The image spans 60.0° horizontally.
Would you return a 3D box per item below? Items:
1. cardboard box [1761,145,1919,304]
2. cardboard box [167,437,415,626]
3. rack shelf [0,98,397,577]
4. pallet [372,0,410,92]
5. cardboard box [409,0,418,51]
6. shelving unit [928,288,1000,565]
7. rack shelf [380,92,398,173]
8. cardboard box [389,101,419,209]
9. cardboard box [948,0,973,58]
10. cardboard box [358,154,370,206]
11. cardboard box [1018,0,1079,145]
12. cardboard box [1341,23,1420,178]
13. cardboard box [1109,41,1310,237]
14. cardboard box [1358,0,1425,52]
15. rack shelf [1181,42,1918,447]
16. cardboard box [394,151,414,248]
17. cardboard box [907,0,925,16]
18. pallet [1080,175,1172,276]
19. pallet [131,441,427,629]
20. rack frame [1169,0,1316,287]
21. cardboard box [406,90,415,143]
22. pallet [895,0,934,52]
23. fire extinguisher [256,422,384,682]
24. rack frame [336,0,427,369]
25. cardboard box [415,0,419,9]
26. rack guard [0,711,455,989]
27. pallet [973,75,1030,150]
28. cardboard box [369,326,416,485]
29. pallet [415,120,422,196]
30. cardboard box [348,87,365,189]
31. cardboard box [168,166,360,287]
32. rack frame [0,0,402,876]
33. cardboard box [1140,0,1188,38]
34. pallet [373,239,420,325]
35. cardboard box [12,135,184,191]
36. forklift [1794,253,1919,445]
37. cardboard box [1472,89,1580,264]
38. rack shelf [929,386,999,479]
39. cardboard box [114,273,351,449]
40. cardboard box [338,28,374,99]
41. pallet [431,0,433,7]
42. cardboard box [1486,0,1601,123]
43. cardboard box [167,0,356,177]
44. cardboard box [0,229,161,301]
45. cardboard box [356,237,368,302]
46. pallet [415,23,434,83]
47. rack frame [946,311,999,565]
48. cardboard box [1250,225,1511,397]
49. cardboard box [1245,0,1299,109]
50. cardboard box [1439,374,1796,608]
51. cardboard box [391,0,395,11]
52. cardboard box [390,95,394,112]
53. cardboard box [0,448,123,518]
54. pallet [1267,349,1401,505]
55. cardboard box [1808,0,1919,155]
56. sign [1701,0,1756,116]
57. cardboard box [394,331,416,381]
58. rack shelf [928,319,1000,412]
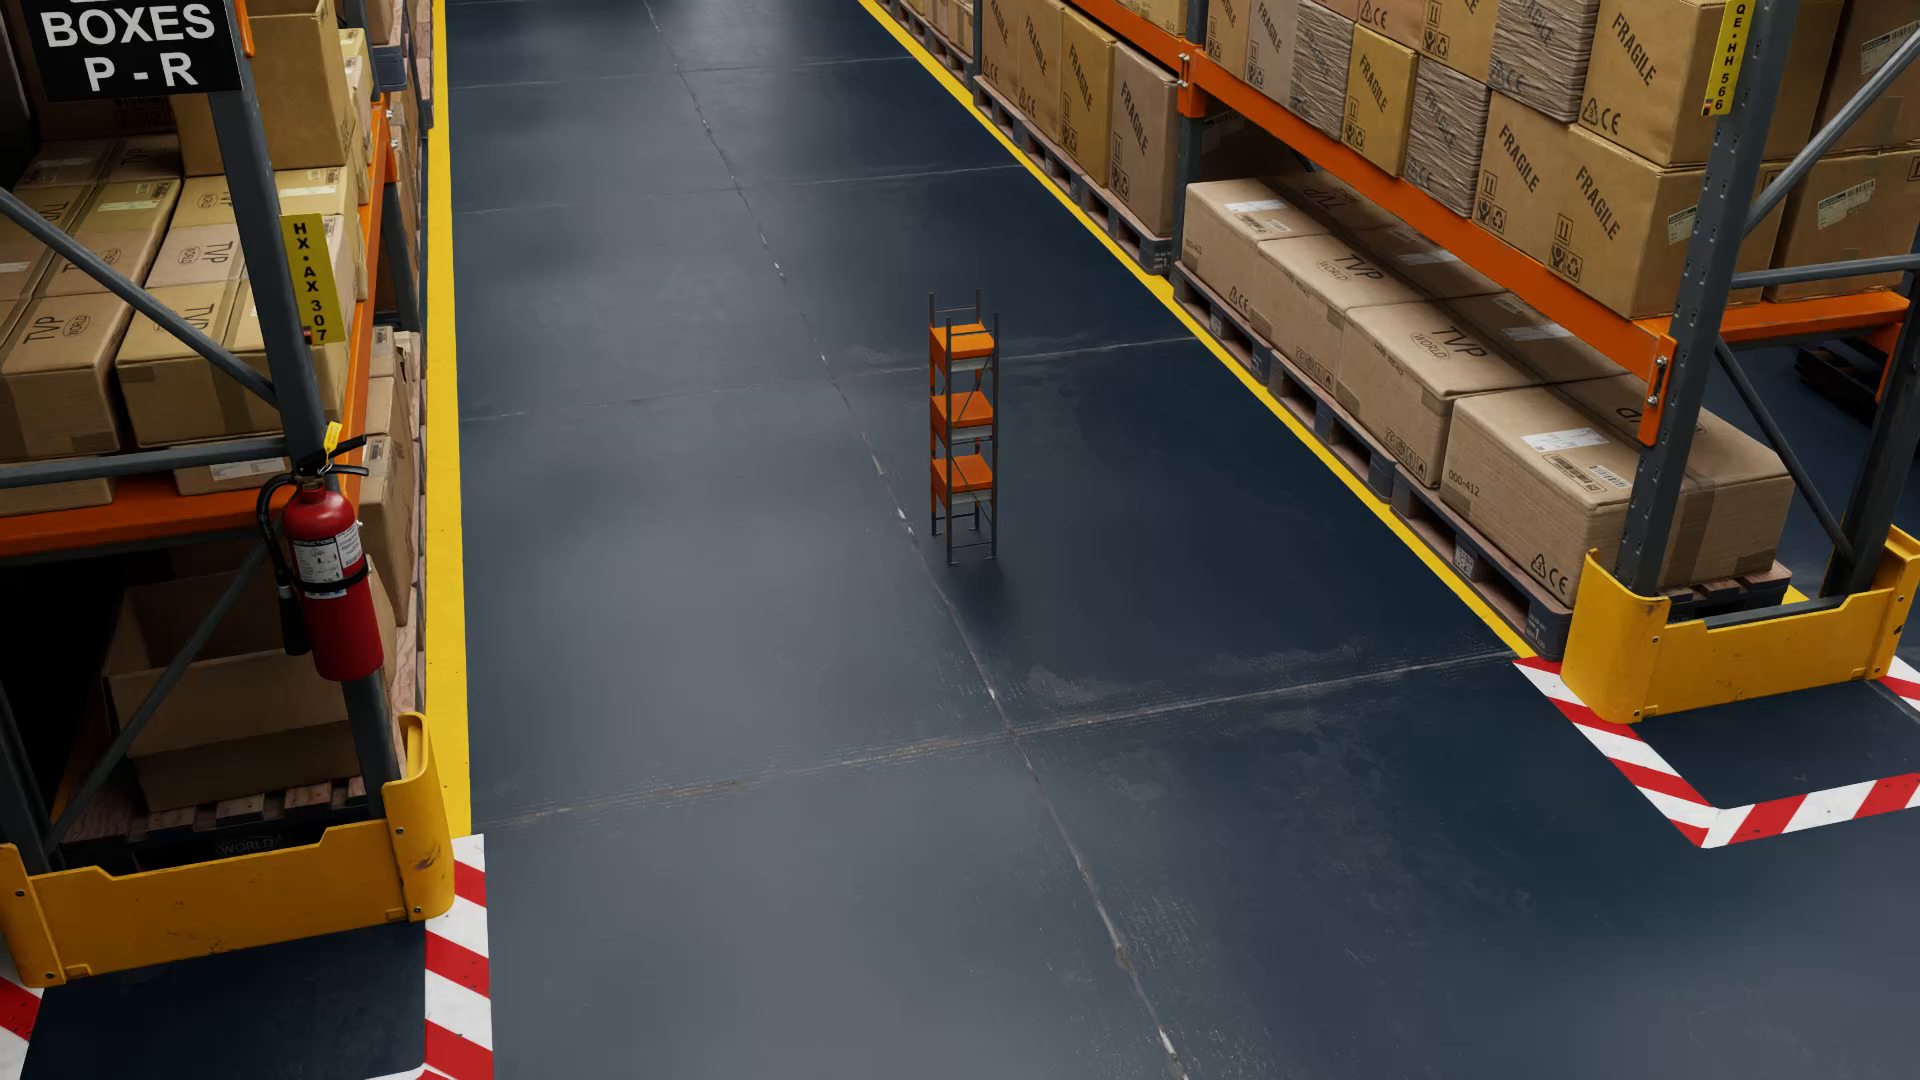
[{"bbox_3d":[2.867,-1.148,5.639,0.500,0.500,0.500,-8,31,-14],"label":"cardboard box"},{"bbox_3d":[-2.328,0.002,5.829,0.700,0.500,0.500,-7,31,-11],"label":"cardboard box"},{"bbox_3d":[-2.598,-0.827,5.903,1.077,0.370,4.000,-8,31,-13],"label":"rack shelf"},{"bbox_3d":[-3.236,-2.422,8.131,1.003,0.211,1.213,-8,31,-13],"label":"pallet"},{"bbox_3d":[-4.703,-4.133,12.848,0.875,0.625,0.625,-9,31,-15],"label":"cardboard box"},{"bbox_3d":[0.014,-0.429,6.442,0.215,1.050,0.252,-8,31,-13],"label":"shelving unit"},{"bbox_3d":[-3.660,-2.759,9.241,1.077,0.370,4.000,-8,31,-13],"label":"rack shelf"},{"bbox_3d":[-3.451,-2.217,9.662,0.500,0.500,0.500,-9,31,-15],"label":"cardboard box"},{"bbox_3d":[0.454,-4.017,12.899,0.950,0.372,0.625,-10,32,-17],"label":"cardboard box"},{"bbox_3d":[-2.480,-1.380,6.391,0.380,0.149,0.250,-8,31,-14],"label":"cardboard box"},{"bbox_3d":[0.930,-3.184,10.959,0.875,0.875,0.875,-7,31,-13],"label":"cardboard box"},{"bbox_3d":[1.920,-1.815,6.791,0.500,0.500,0.500,-7,31,-12],"label":"cardboard box"},{"bbox_3d":[1.414,-2.317,9.461,0.875,0.875,0.875,-7,31,-12],"label":"cardboard box"},{"bbox_3d":[1.933,-2.242,6.532,0.500,0.500,0.500,-8,31,-14],"label":"cardboard box"},{"bbox_3d":[2.187,-1.489,7.046,1.077,0.370,4.000,-8,31,-13],"label":"rack shelf"},{"bbox_3d":[-3.191,-1.724,8.810,0.500,0.500,0.500,-8,31,-14],"label":"cardboard box"},{"bbox_3d":[0.054,-4.739,14.147,0.950,0.372,0.625,-7,31,-12],"label":"cardboard box"},{"bbox_3d":[1.378,-1.922,9.860,1.003,0.211,1.213,-8,31,-13],"label":"pallet"},{"bbox_3d":[-2.620,0.025,6.497,1.003,0.211,1.213,-8,31,-13],"label":"pallet"},{"bbox_3d":[1.656,-2.766,8.535,1.000,3.000,0.127,-8,31,-13],"label":"rack frame"},{"bbox_3d":[-3.748,-2.718,10.527,0.500,0.500,0.500,-8,31,-14],"label":"cardboard box"},{"bbox_3d":[0.068,-4.457,14.240,1.003,0.211,1.213,-8,31,-13],"label":"pallet"},{"bbox_3d":[-1.583,0.032,4.150,0.296,0.674,0.183,-8,31,-13],"label":"fire extinguisher"},{"bbox_3d":[-3.129,-2.104,7.391,1.000,3.000,0.127,-8,31,-13],"label":"rack frame"},{"bbox_3d":[-5.103,-4.872,14.124,0.875,0.625,0.625,-6,31,-11],"label":"cardboard box"},{"bbox_3d":[-2.087,0.873,4.743,1.175,0.500,0.348,-8,31,-13],"label":"rack guard"},{"bbox_3d":[0.731,-3.100,11.896,1.003,0.211,1.213,-8,31,-13],"label":"pallet"},{"bbox_3d":[-2.603,-0.500,6.695,0.700,0.500,0.500,-9,31,-15],"label":"cardboard box"},{"bbox_3d":[-4.029,-2.464,10.796,1.003,0.211,1.213,-8,31,-13],"label":"pallet"},{"bbox_3d":[-2.492,-1.472,6.152,0.500,0.250,0.500,-8,31,-14],"label":"cardboard box"},{"bbox_3d":[-2.200,-0.979,5.300,0.500,0.250,0.500,-8,31,-14],"label":"cardboard box"},{"bbox_3d":[-2.067,-0.173,4.054,1.000,3.000,0.127,-8,31,-13],"label":"rack frame"},{"bbox_3d":[1.294,-2.884,8.889,0.500,0.250,0.500,-9,31,-14],"label":"cardboard box"},{"bbox_3d":[-3.381,-1.285,8.760,1.003,0.211,1.213,-8,31,-13],"label":"pallet"},{"bbox_3d":[-2.846,-1.165,5.621,0.500,0.250,0.500,-8,31,-13],"label":"cardboard box"},{"bbox_3d":[4.682,-1.942,7.180,1.130,2.935,3.031,-5,30,-9],"label":"forklift"},{"bbox_3d":[2.216,-1.320,5.936,0.500,0.500,0.500,-8,31,-14],"label":"cardboard box"},{"bbox_3d":[0.014,-0.419,6.448,0.215,0.259,0.240,-8,31,-13],"label":"rack shelf"},{"bbox_3d":[-1.928,-0.491,4.457,0.500,0.250,0.500,-8,31,-13],"label":"cardboard box"},{"bbox_3d":[-2.759,-1.955,6.986,0.500,0.250,0.500,-7,31,-12],"label":"cardboard box"},{"bbox_3d":[-5.423,-5.151,15.439,1.003,0.211,1.213,-8,31,-13],"label":"pallet"},{"bbox_3d":[2.193,-1.760,5.699,0.500,0.500,0.500,-8,31,-13],"label":"cardboard box"},{"bbox_3d":[-2.326,-1.540,5.521,0.500,0.500,0.500,-7,31,-12],"label":"cardboard box"},{"bbox_3d":[-2.581,-0.672,4.770,0.500,0.250,0.500,-8,31,-13],"label":"cardboard box"},{"bbox_3d":[-2.184,-0.888,5.540,0.380,0.149,0.250,-9,31,-15],"label":"cardboard box"},{"bbox_3d":[-4.692,-3.820,13.140,1.003,0.211,1.213,-8,31,-13],"label":"pallet"},{"bbox_3d":[0.047,-0.370,6.341,0.200,1.050,0.008,-8,31,-13],"label":"rack frame"},{"bbox_3d":[1.957,-1.089,7.776,0.875,0.438,0.875,-9,31,-15],"label":"cardboard box"},{"bbox_3d":[1.658,-2.304,7.637,0.500,0.500,0.500,-8,31,-13],"label":"cardboard box"},{"bbox_3d":[2.446,-0.213,6.261,0.875,0.438,0.875,-9,31,-15],"label":"cardboard box"},{"bbox_3d":[-3.179,-2.843,8.148,0.700,0.500,0.500,-8,31,-13],"label":"cardboard box"},{"bbox_3d":[-3.490,-2.568,9.621,0.380,0.149,0.250,-9,31,-16],"label":"cardboard box"},{"bbox_3d":[-2.414,-0.188,4.332,0.380,0.149,0.250,-8,31,-14],"label":"cardboard box"},{"bbox_3d":[2.110,-0.591,7.561,1.003,0.211,1.213,-8,31,-13],"label":"pallet"},{"bbox_3d":[2.865,-1.580,5.388,0.500,0.500,0.500,-9,31,-14],"label":"cardboard box"},{"bbox_3d":[2.191,-1.373,4.735,0.100,0.325,0.005,-8,31,-13],"label":"sign"},{"bbox_3d":[-2.698,-0.822,7.603,0.380,0.149,0.250,-9,31,-15],"label":"cardboard box"},{"bbox_3d":[0.014,-0.665,6.305,0.215,0.259,0.240,-8,31,-13],"label":"rack shelf"}]
